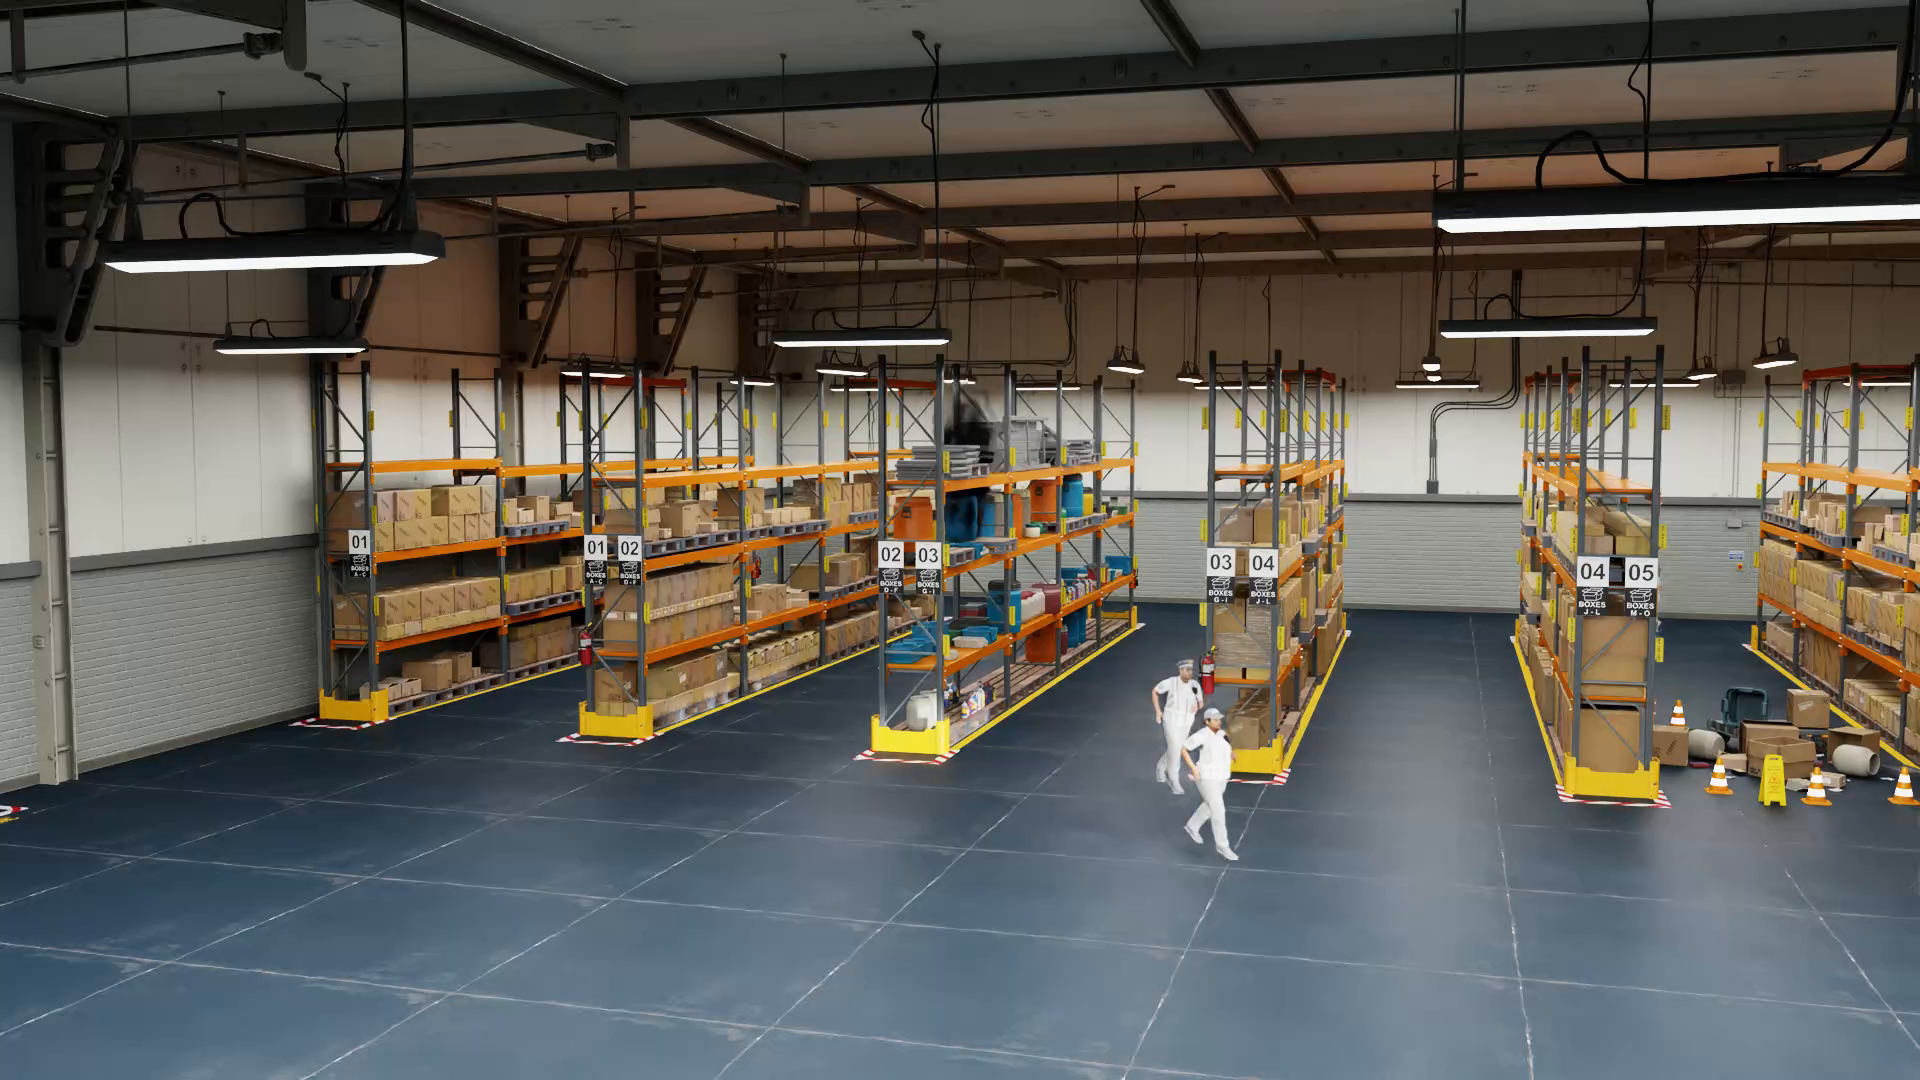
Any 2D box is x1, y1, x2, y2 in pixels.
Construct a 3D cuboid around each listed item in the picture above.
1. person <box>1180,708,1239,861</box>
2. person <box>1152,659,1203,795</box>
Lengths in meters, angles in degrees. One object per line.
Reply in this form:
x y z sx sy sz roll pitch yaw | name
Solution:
2.911 2.782 19.245 0.594 1.689 0.895 -4 6 -44 | person
3.013 2.507 22.745 0.694 1.755 0.928 -2 4 -22 | person
